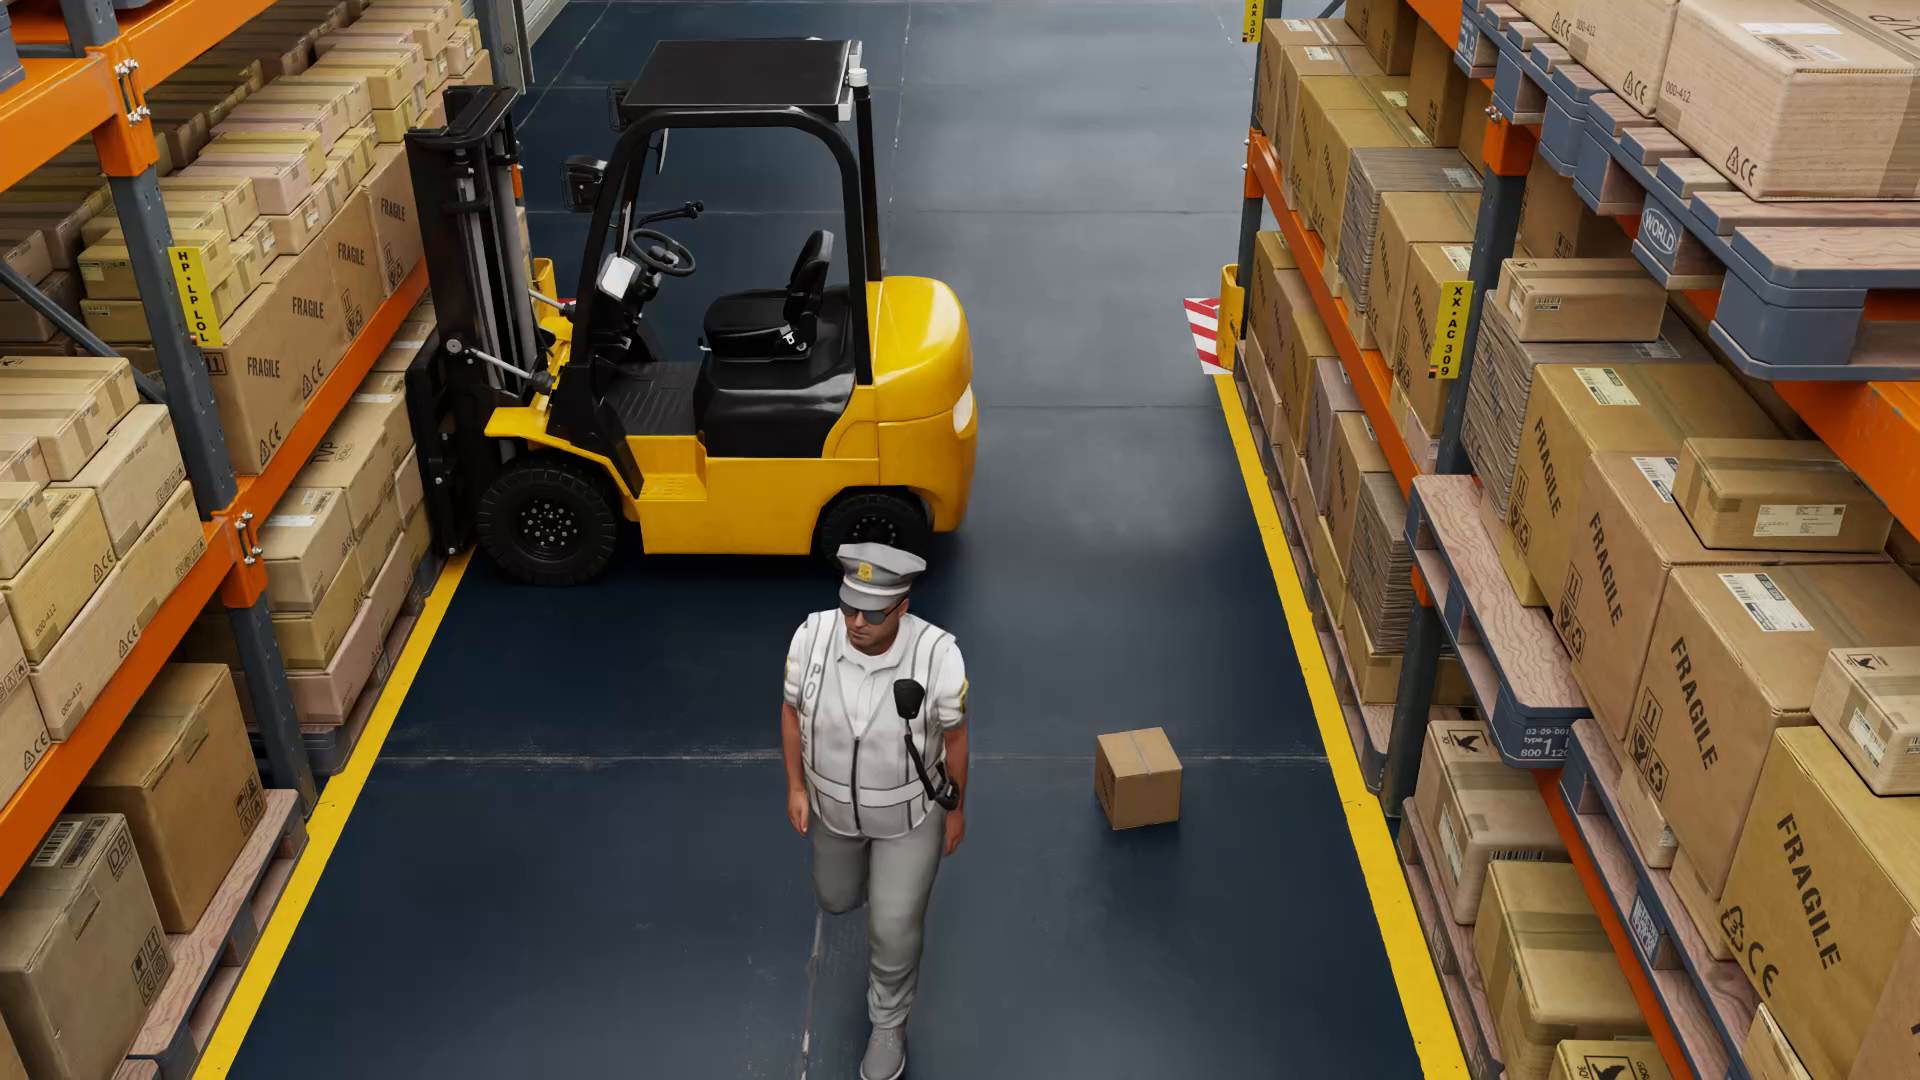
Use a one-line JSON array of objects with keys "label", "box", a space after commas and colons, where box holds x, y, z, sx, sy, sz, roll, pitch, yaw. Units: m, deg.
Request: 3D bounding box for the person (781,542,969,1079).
[{"label": "person", "box": [-0.239, 0.706, 4.925, 0.549, 1.738, 0.836, 8, 32, 13]}]
